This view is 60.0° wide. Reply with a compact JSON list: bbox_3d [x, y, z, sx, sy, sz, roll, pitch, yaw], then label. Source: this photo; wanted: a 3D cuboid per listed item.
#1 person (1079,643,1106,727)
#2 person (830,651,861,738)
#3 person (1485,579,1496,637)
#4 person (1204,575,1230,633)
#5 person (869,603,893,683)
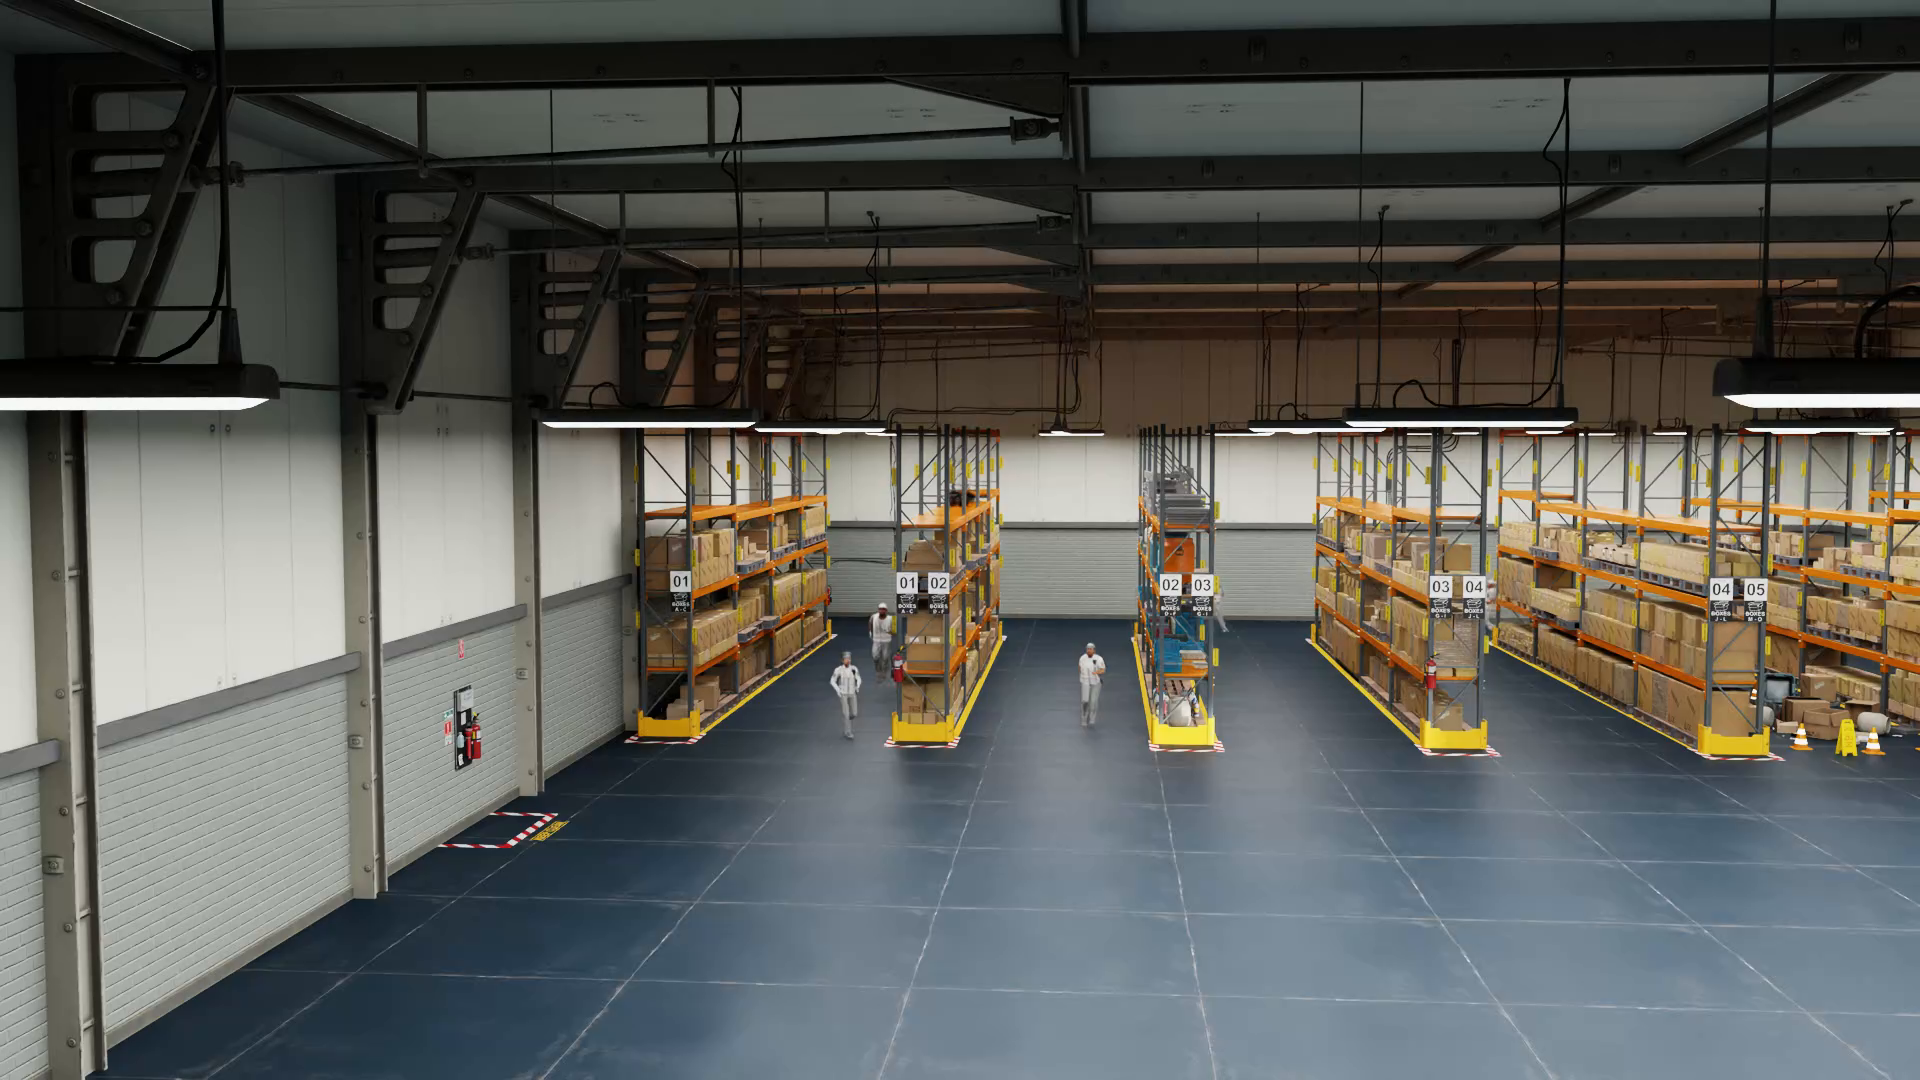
[{"bbox_3d":[2.614,2.898,33.118,0.575,1.701,0.673,1,4,12],"label":"person"},{"bbox_3d":[-2.180,2.952,31.926,0.608,1.654,0.556,-1,4,-19],"label":"person"},{"bbox_3d":[15.014,1.965,47.594,0.752,1.762,0.787,1,4,17],"label":"person"},{"bbox_3d":[7.565,1.877,49.509,1.070,1.726,0.542,2,4,30],"label":"person"},{"bbox_3d":[-1.748,2.278,37.262,0.662,1.742,0.755,0,3,6],"label":"person"}]
